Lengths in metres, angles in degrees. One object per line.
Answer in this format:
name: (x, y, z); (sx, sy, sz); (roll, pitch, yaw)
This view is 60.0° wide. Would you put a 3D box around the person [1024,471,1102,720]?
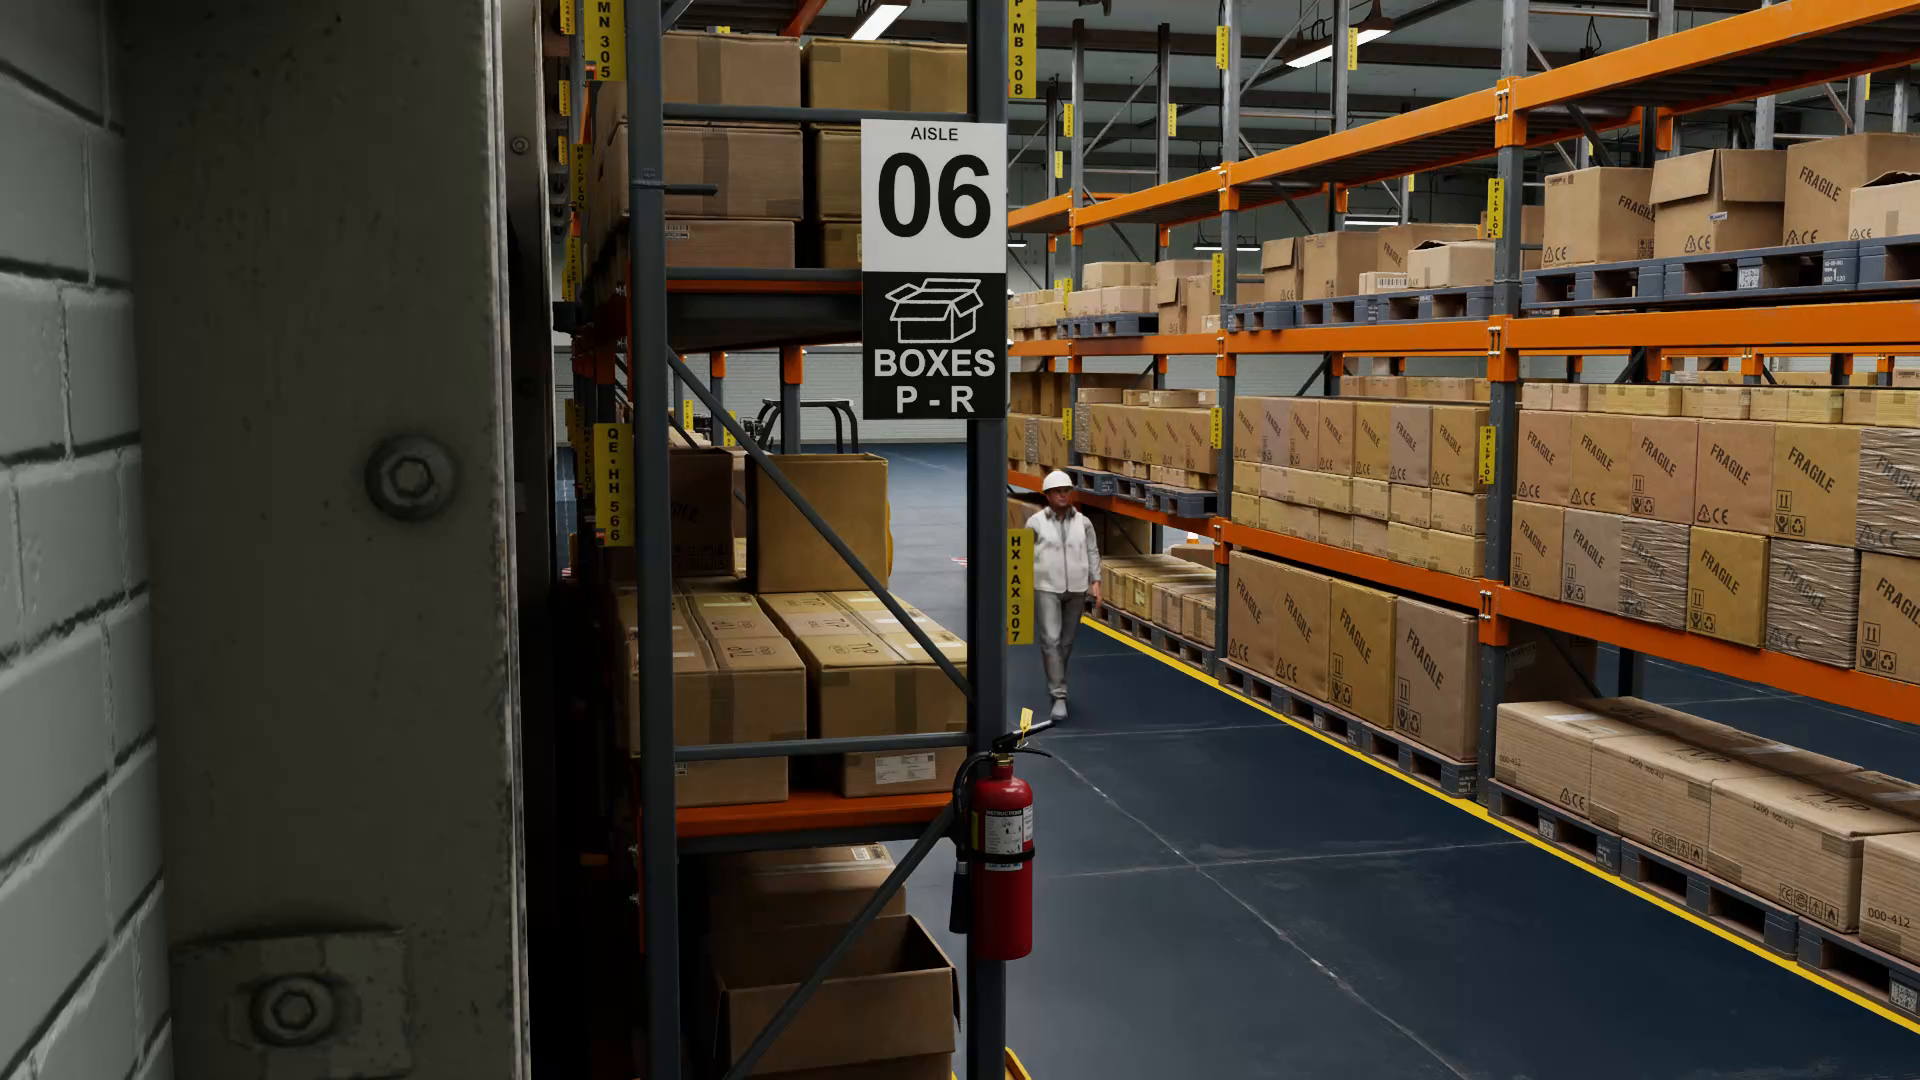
person: (0.773, 0.369, 12.207); (0.568, 1.741, 0.900); (-2, 6, -14)
